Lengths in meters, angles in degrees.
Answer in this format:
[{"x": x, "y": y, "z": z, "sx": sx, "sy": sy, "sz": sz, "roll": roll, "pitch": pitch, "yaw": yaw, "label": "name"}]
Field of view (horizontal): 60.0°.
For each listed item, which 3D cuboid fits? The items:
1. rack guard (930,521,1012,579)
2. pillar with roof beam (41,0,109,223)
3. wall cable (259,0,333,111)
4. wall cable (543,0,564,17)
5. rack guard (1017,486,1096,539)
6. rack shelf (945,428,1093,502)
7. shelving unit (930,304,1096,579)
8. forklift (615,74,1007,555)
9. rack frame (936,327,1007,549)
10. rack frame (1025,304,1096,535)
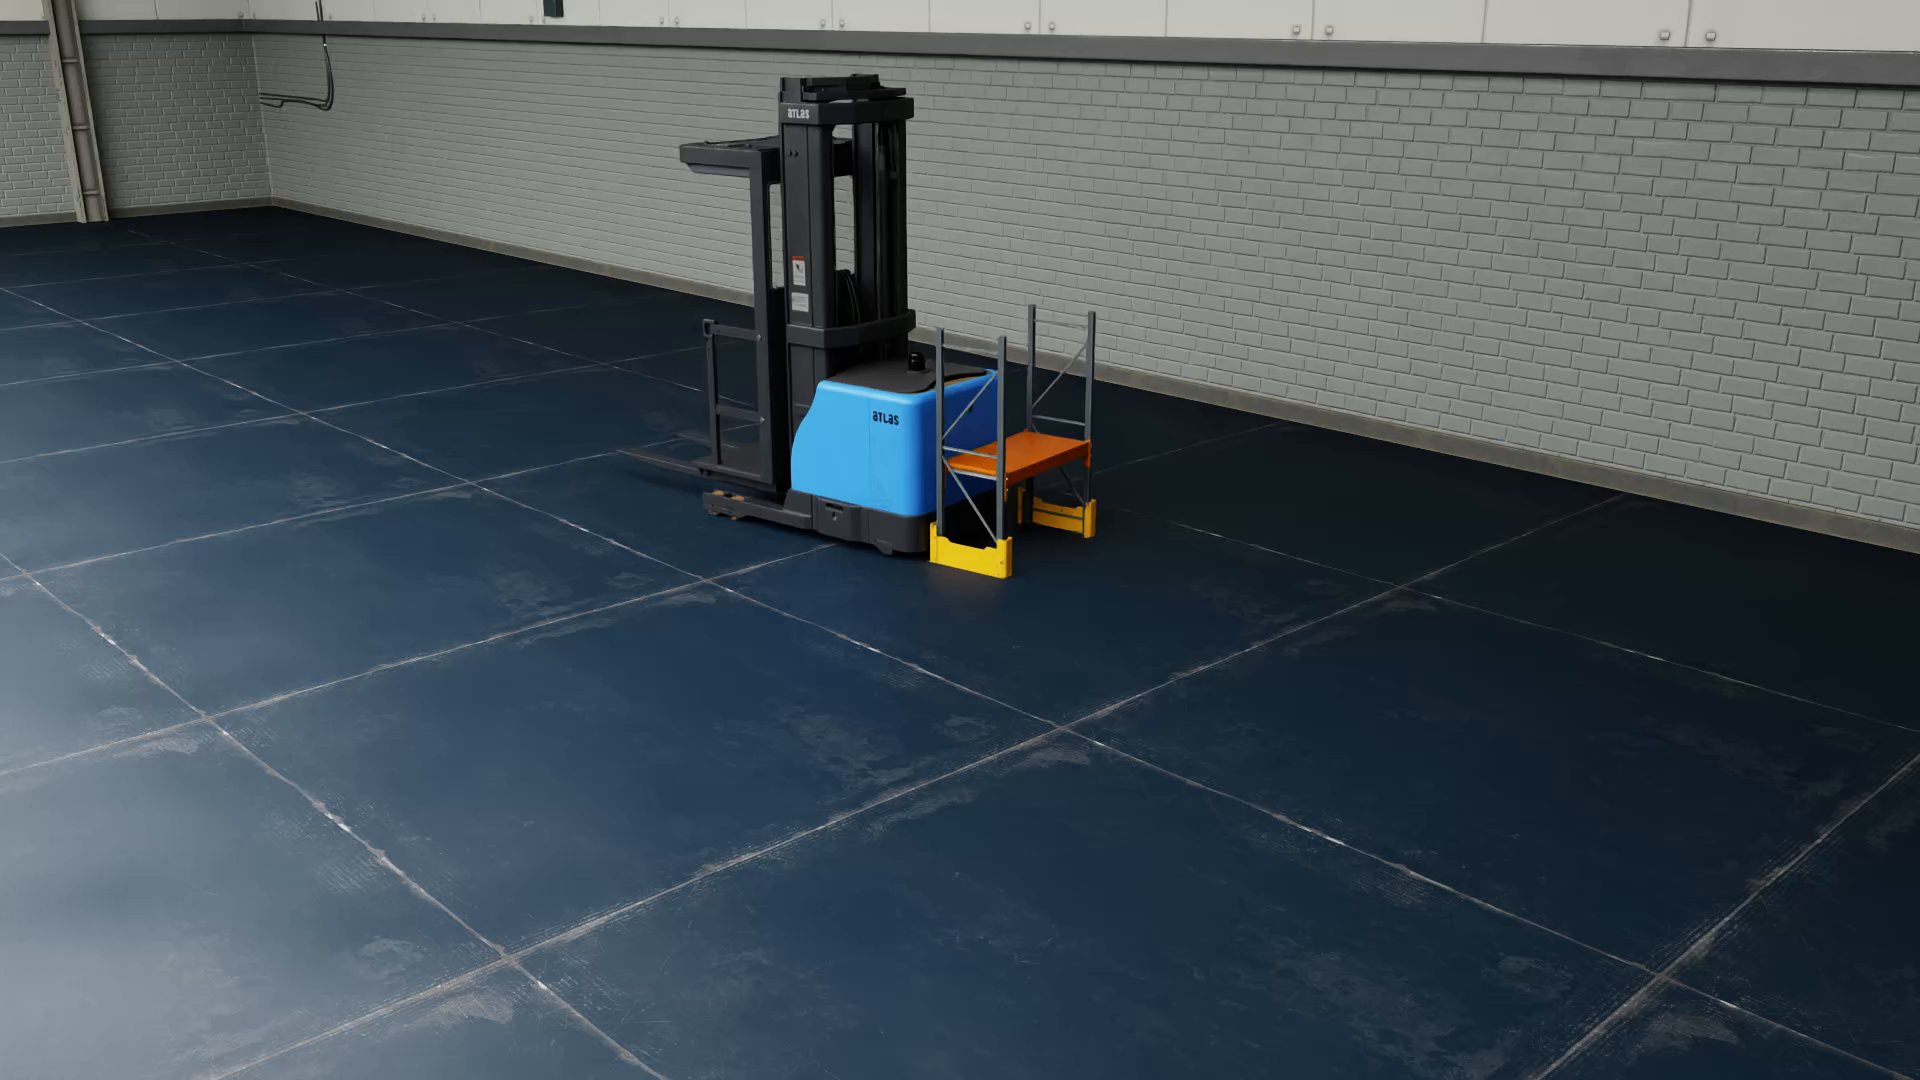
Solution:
[{"x": 0.066, "y": 0.061, "z": 10.390, "sx": 0.587, "sy": 0.250, "sz": 0.087, "roll": 12, "pitch": 22, "yaw": 34, "label": "rack guard"}, {"x": -11.074, "y": -8.481, "z": 22.552, "sx": 0.400, "sy": 9.000, "sz": 9.100, "roll": -16, "pitch": 24, "yaw": -41, "label": "pillar with roof beam"}, {"x": -10.982, "y": -8.297, "z": 27.018, "sx": 0.112, "sy": 2.526, "sz": 3.097, "roll": -16, "pitch": 24, "yaw": -41, "label": "wall cable"}, {"x": -4.471, "y": -9.261, "z": 19.443, "sx": 0.169, "sy": 6.003, "sz": 2.305, "roll": -16, "pitch": 24, "yaw": -41, "label": "wall cable"}, {"x": 0.645, "y": -0.189, "z": 11.161, "sx": 0.587, "sy": 0.250, "sz": 0.087, "roll": 12, "pitch": 22, "yaw": 34, "label": "rack guard"}, {"x": 0.361, "y": -0.489, "z": 10.645, "sx": 0.538, "sy": 0.185, "sz": 1.000, "roll": 12, "pitch": 22, "yaw": 34, "label": "rack shelf"}, {"x": 0.355, "y": -0.658, "z": 10.583, "sx": 0.587, "sy": 1.500, "sz": 1.083, "roll": 12, "pitch": 22, "yaw": 34, "label": "shelving unit"}, {"x": -1.159, "y": -1.644, "z": 11.304, "sx": 3.031, "sy": 2.935, "sz": 1.130, "roll": 13, "pitch": 22, "yaw": 36, "label": "forklift"}, {"x": 0.065, "y": -0.533, "z": 10.197, "sx": 0.500, "sy": 1.500, "sz": 0.032, "roll": 12, "pitch": 22, "yaw": 34, "label": "rack frame"}, {"x": 0.656, "y": -0.788, "z": 10.983, "sx": 0.500, "sy": 1.500, "sz": 0.032, "roll": 12, "pitch": 22, "yaw": 34, "label": "rack frame"}]
